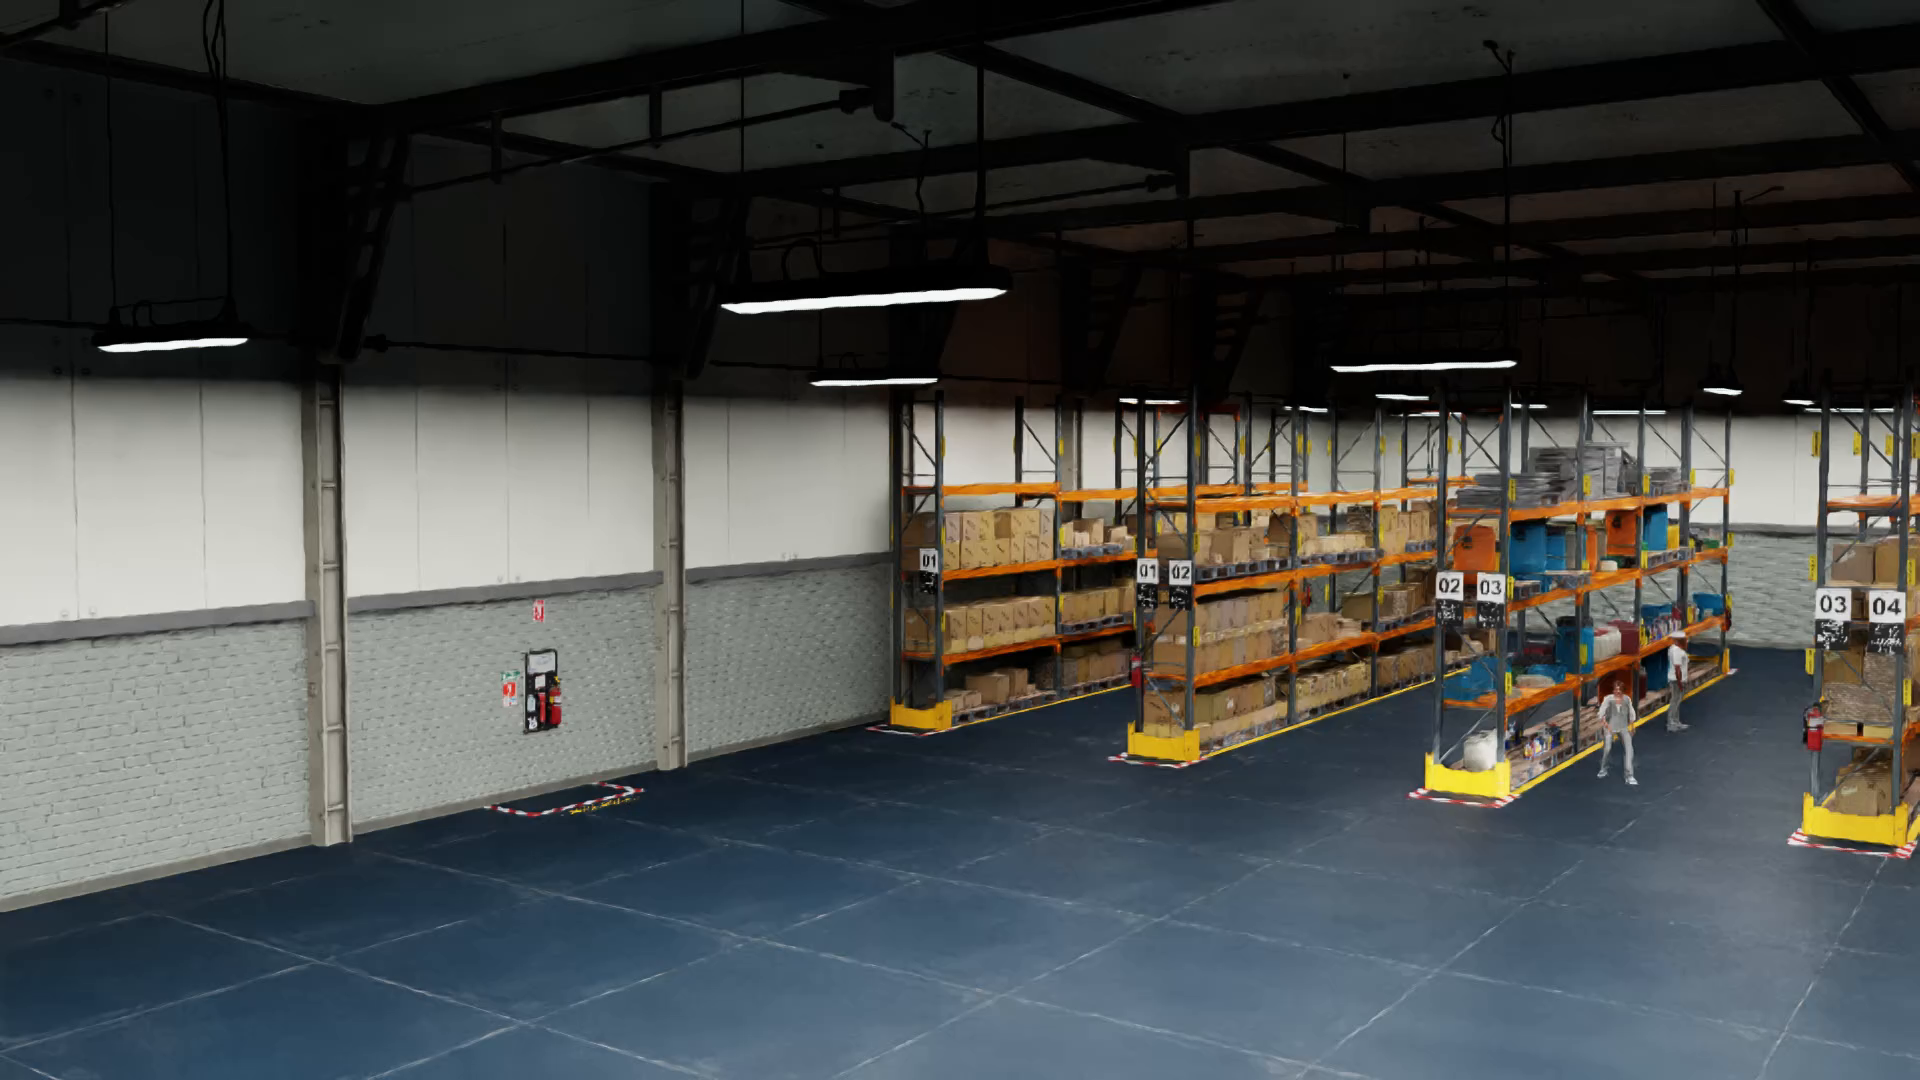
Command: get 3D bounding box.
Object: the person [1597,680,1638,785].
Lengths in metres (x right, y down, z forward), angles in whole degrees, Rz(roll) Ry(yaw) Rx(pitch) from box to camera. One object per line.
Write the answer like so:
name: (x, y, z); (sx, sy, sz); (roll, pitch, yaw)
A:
person: (9.804, 2.830, 24.802); (0.562, 1.527, 0.782); (1, 3, 18)

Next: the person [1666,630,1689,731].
person: (12.639, 2.454, 29.237); (0.391, 1.767, 0.673); (1, 3, 19)
